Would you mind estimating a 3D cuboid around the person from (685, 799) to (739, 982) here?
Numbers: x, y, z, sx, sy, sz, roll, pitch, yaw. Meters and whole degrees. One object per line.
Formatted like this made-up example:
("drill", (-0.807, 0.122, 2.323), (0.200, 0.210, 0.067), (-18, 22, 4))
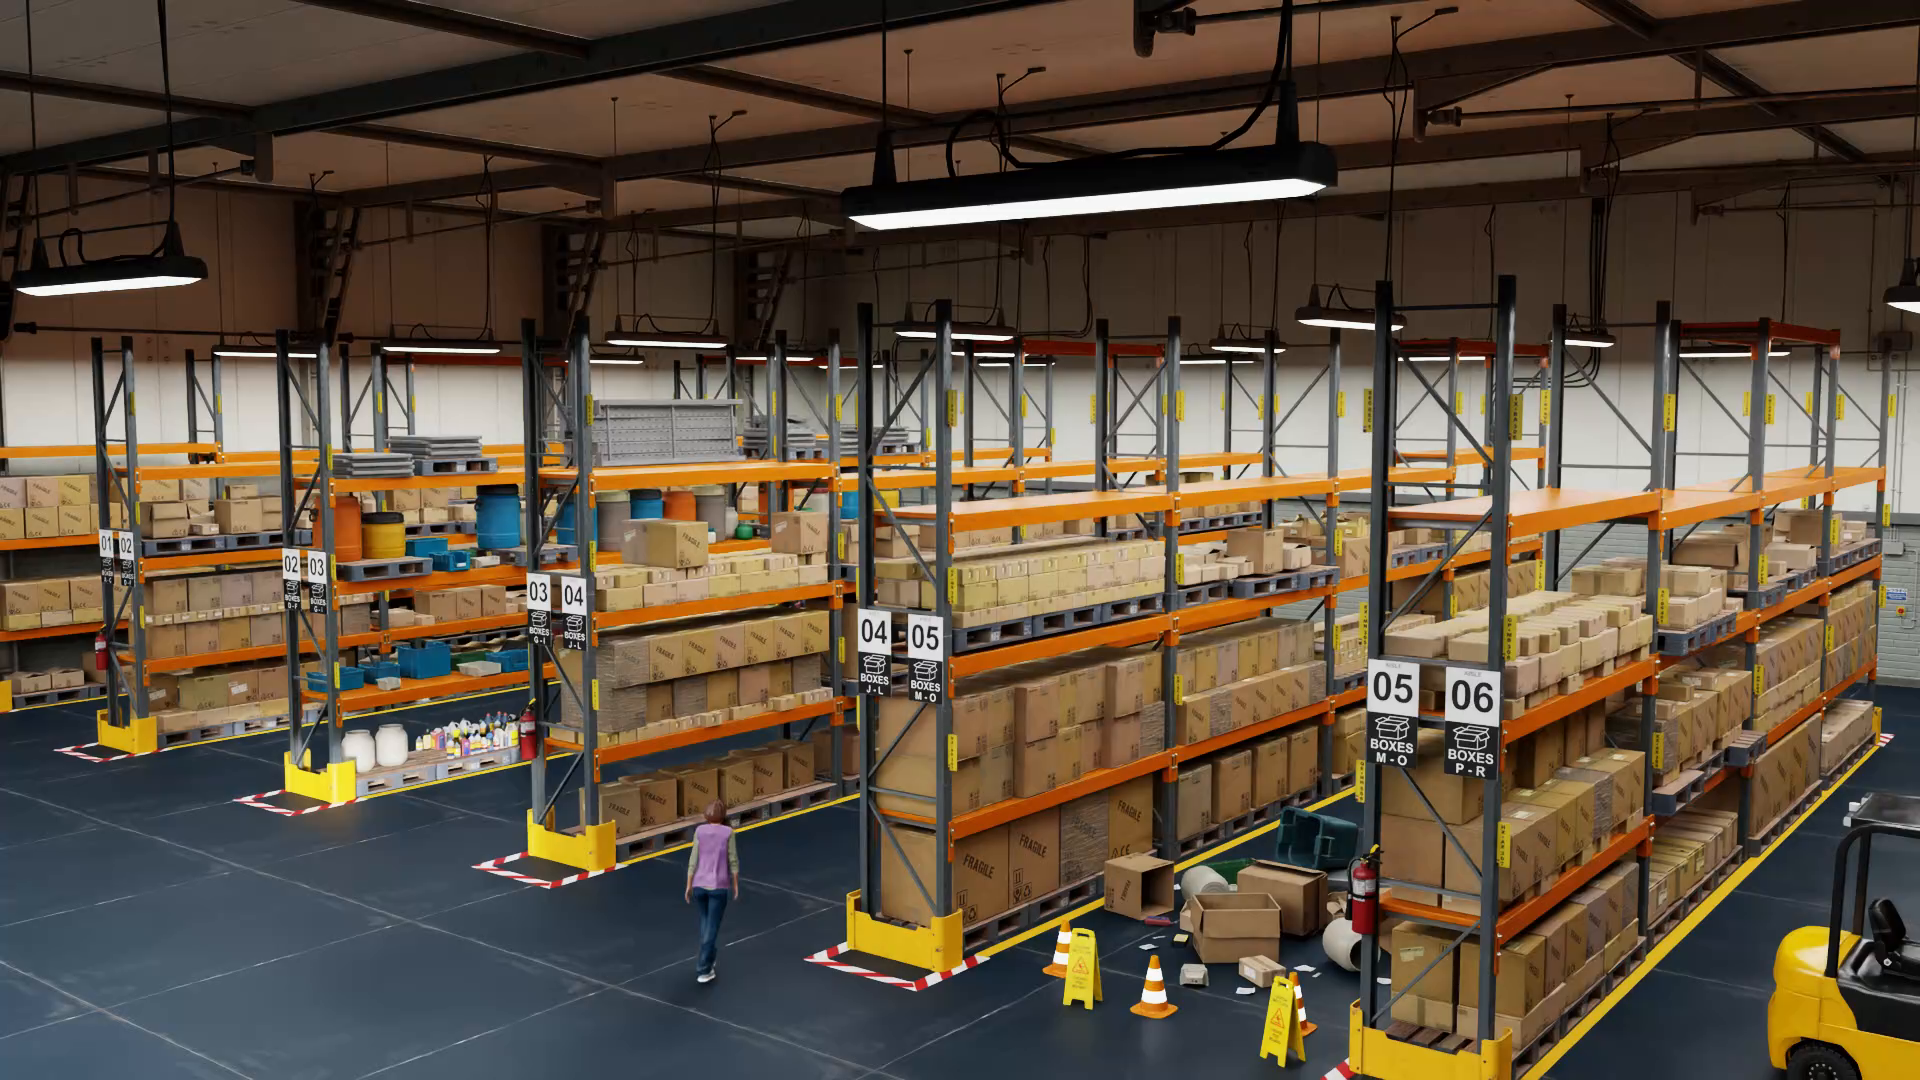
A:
("person", (-2.188, 3.104, 14.752), (0.439, 1.613, 0.646), (1, 5, 12))
